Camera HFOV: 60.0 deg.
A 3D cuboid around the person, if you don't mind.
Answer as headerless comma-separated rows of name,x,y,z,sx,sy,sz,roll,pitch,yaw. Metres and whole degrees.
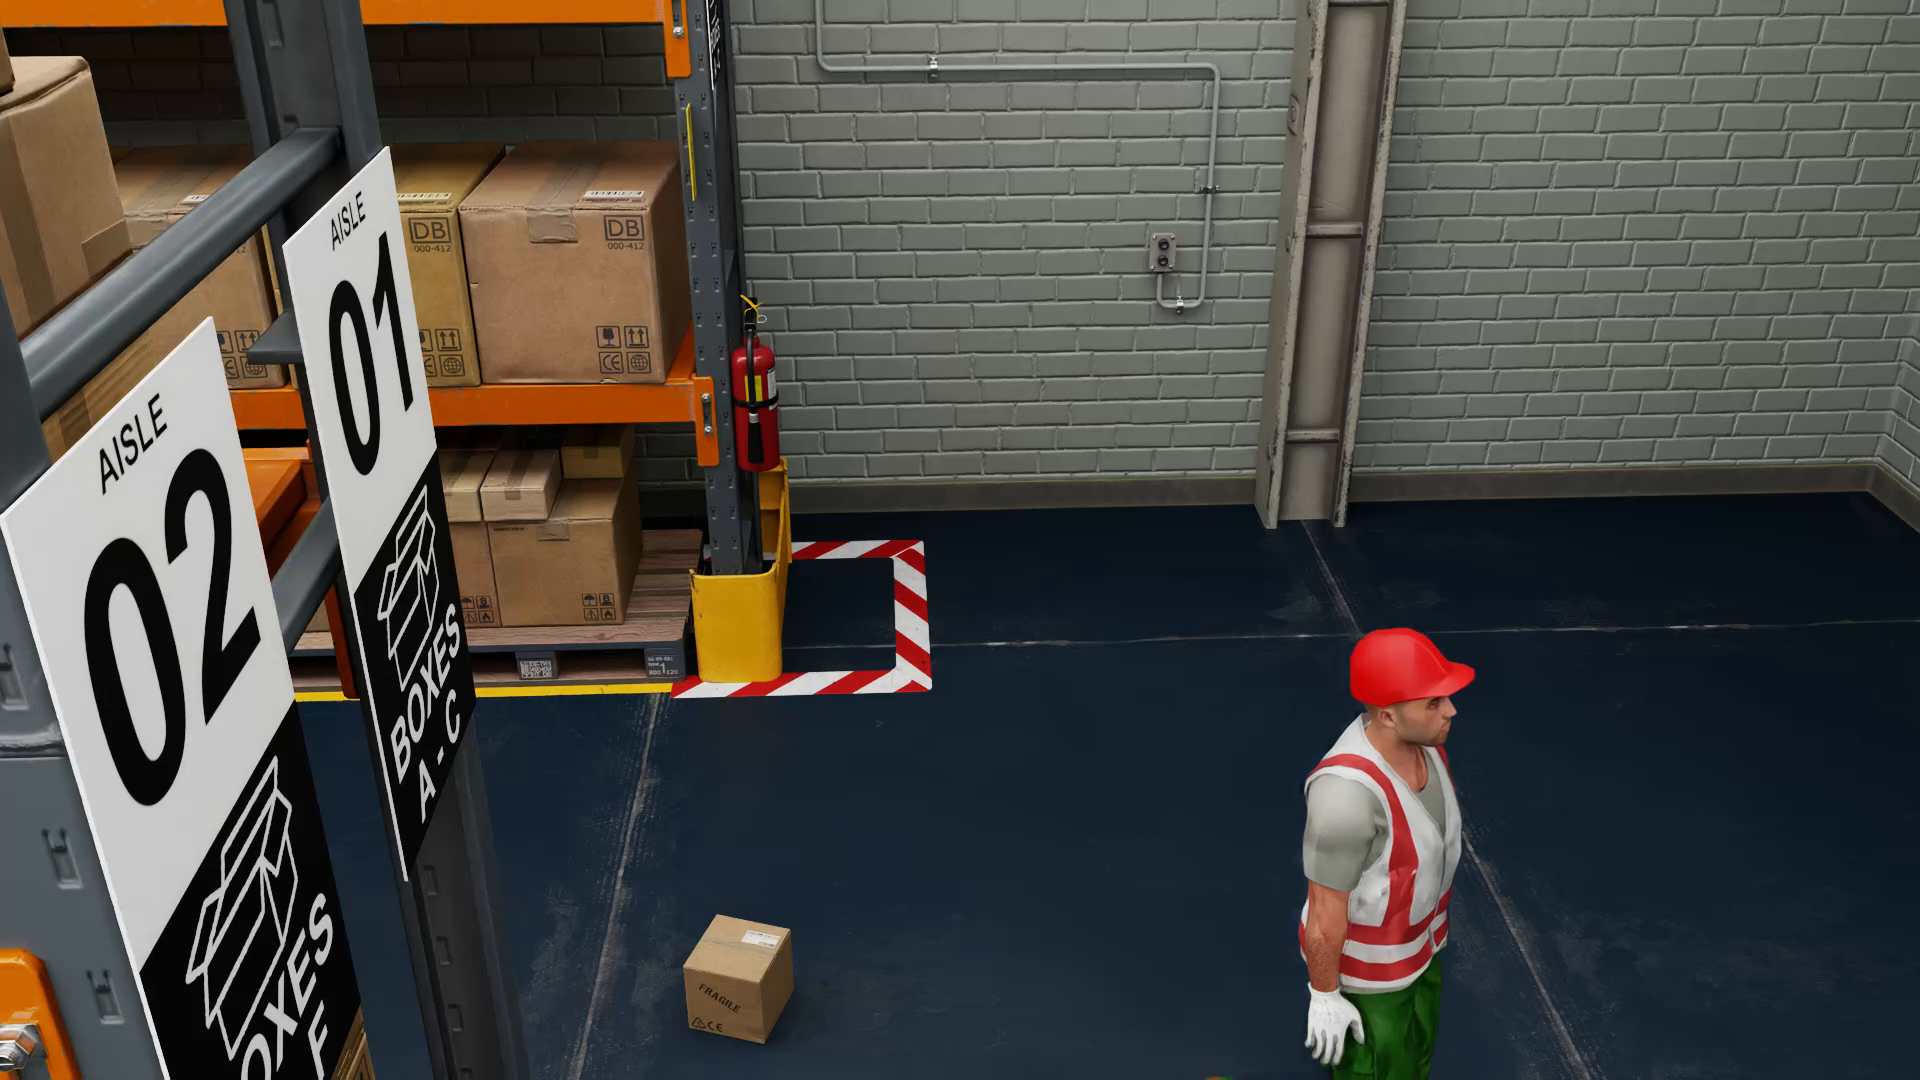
person,0.983,1.002,4.088,0.571,1.779,0.563,19,33,33
